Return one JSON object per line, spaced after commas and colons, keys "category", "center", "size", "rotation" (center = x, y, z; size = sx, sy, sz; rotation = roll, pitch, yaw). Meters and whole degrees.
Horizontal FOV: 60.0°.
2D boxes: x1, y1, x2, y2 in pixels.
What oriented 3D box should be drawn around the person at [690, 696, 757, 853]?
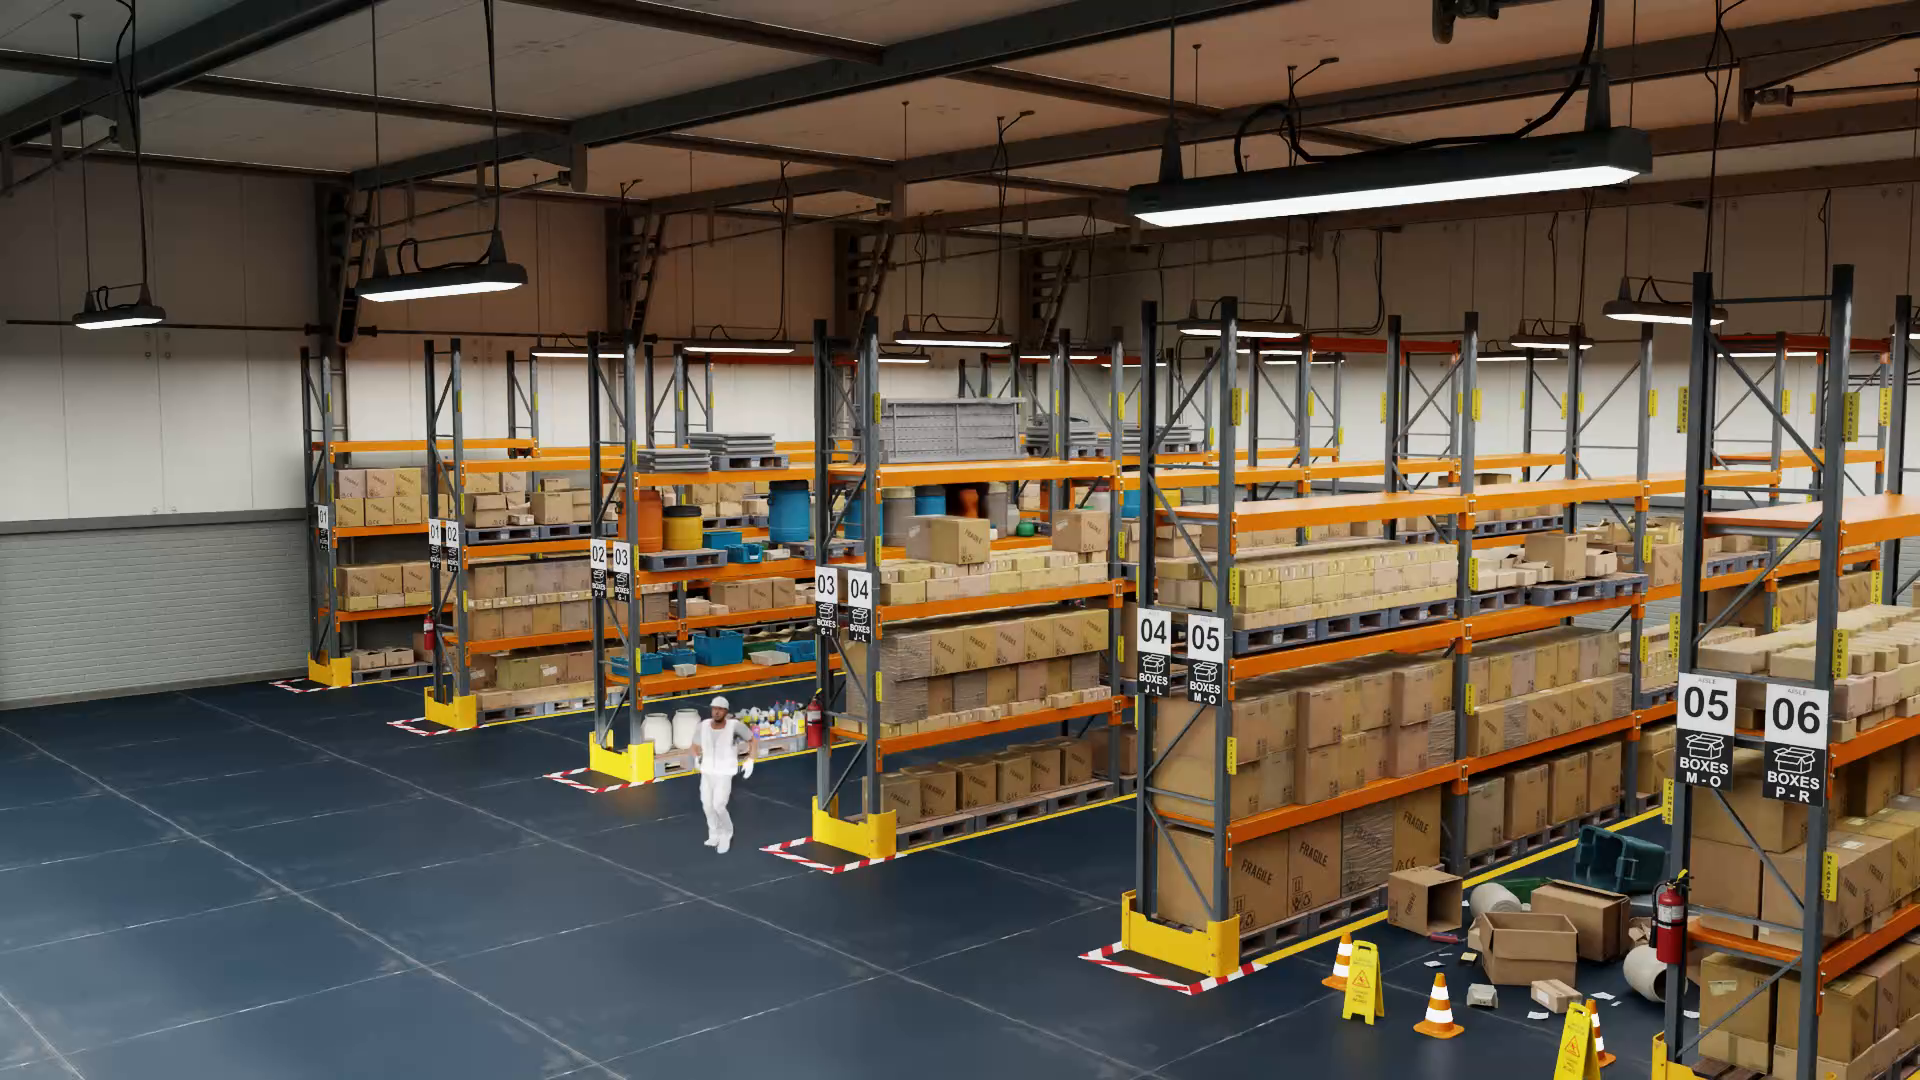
{"category": "person", "center": [-2.703, 2.656, 18.711], "size": [0.732, 1.807, 0.625], "rotation": [1, 5, 15]}
